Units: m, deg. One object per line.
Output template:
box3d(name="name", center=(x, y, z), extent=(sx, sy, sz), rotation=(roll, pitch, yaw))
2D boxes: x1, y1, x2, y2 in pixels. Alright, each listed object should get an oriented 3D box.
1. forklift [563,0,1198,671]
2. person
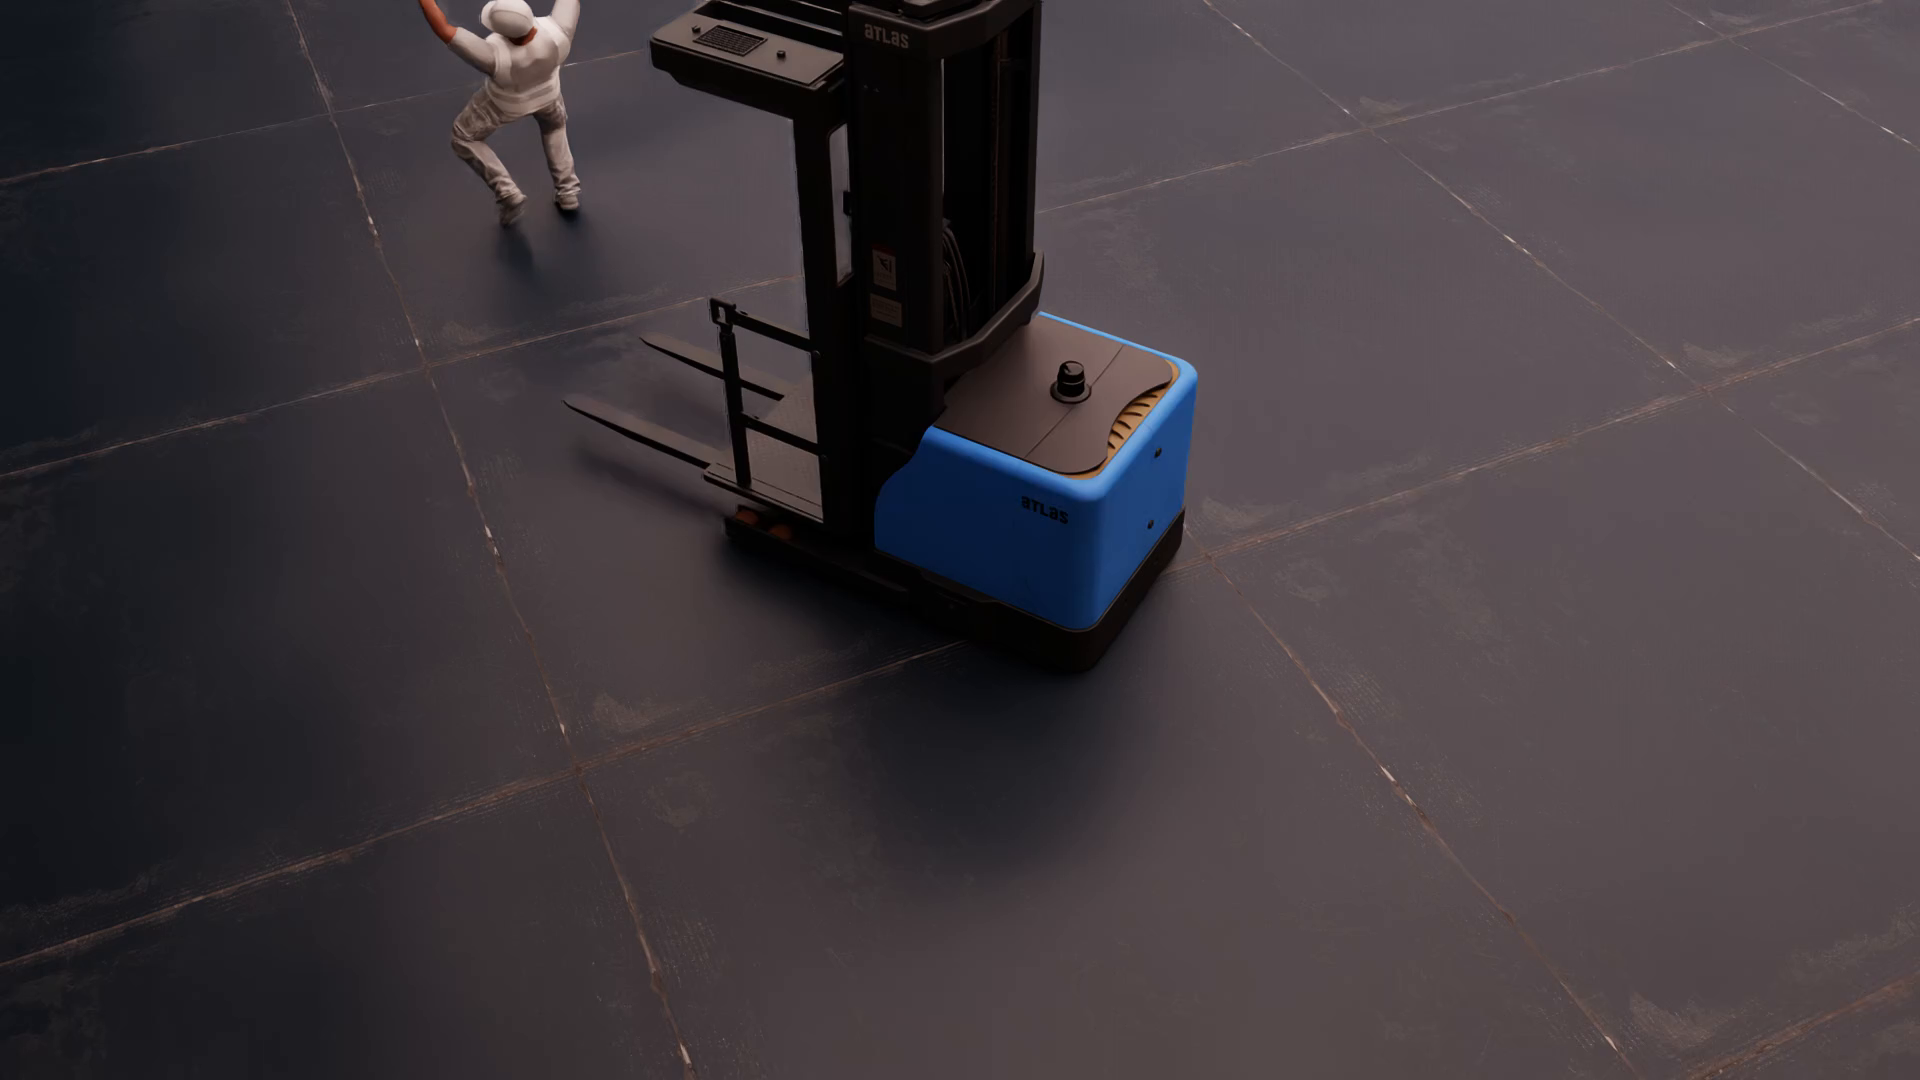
box3d(name="forklift", center=(-0.503, -1.267, 7.038), extent=(3.031, 2.935, 1.130), rotation=(22, 47, 22))
box3d(name="person", center=(-2.428, -2.579, 9.364), extent=(1.044, 1.671, 0.732), rotation=(-29, 50, -27))
